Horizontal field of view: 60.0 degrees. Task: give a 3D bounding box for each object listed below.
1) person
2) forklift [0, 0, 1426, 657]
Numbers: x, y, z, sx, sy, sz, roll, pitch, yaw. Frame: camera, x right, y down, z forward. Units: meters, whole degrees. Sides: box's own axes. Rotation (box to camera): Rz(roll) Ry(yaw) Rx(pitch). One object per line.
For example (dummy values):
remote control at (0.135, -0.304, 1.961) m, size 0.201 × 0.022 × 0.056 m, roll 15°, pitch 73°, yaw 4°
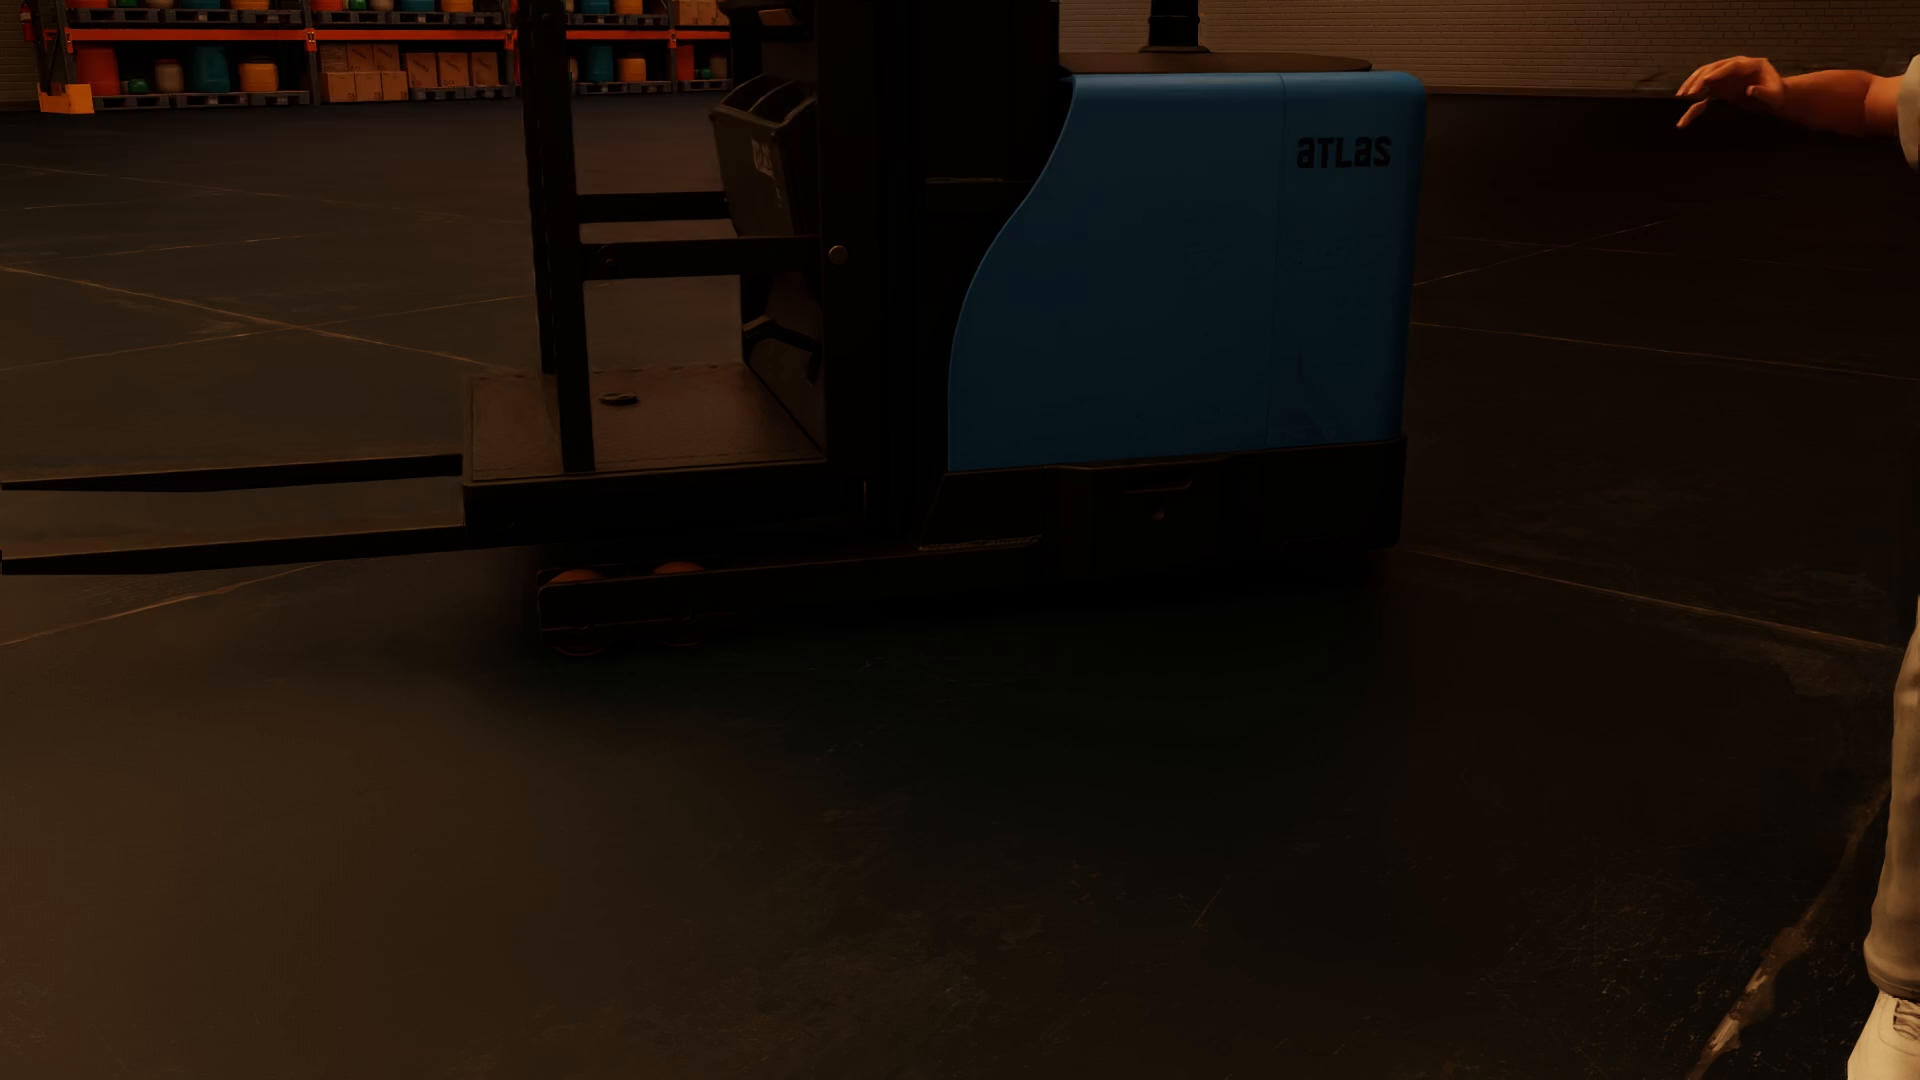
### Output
person at (1.099, -0.072, 1.807) m, size 0.698 × 1.402 × 1.011 m, roll 14°, pitch 22°, yaw 39°
forklift at (-0.597, -1.348, 3.336) m, size 3.031 × 2.935 × 1.130 m, roll -5°, pitch 18°, yaw -15°
